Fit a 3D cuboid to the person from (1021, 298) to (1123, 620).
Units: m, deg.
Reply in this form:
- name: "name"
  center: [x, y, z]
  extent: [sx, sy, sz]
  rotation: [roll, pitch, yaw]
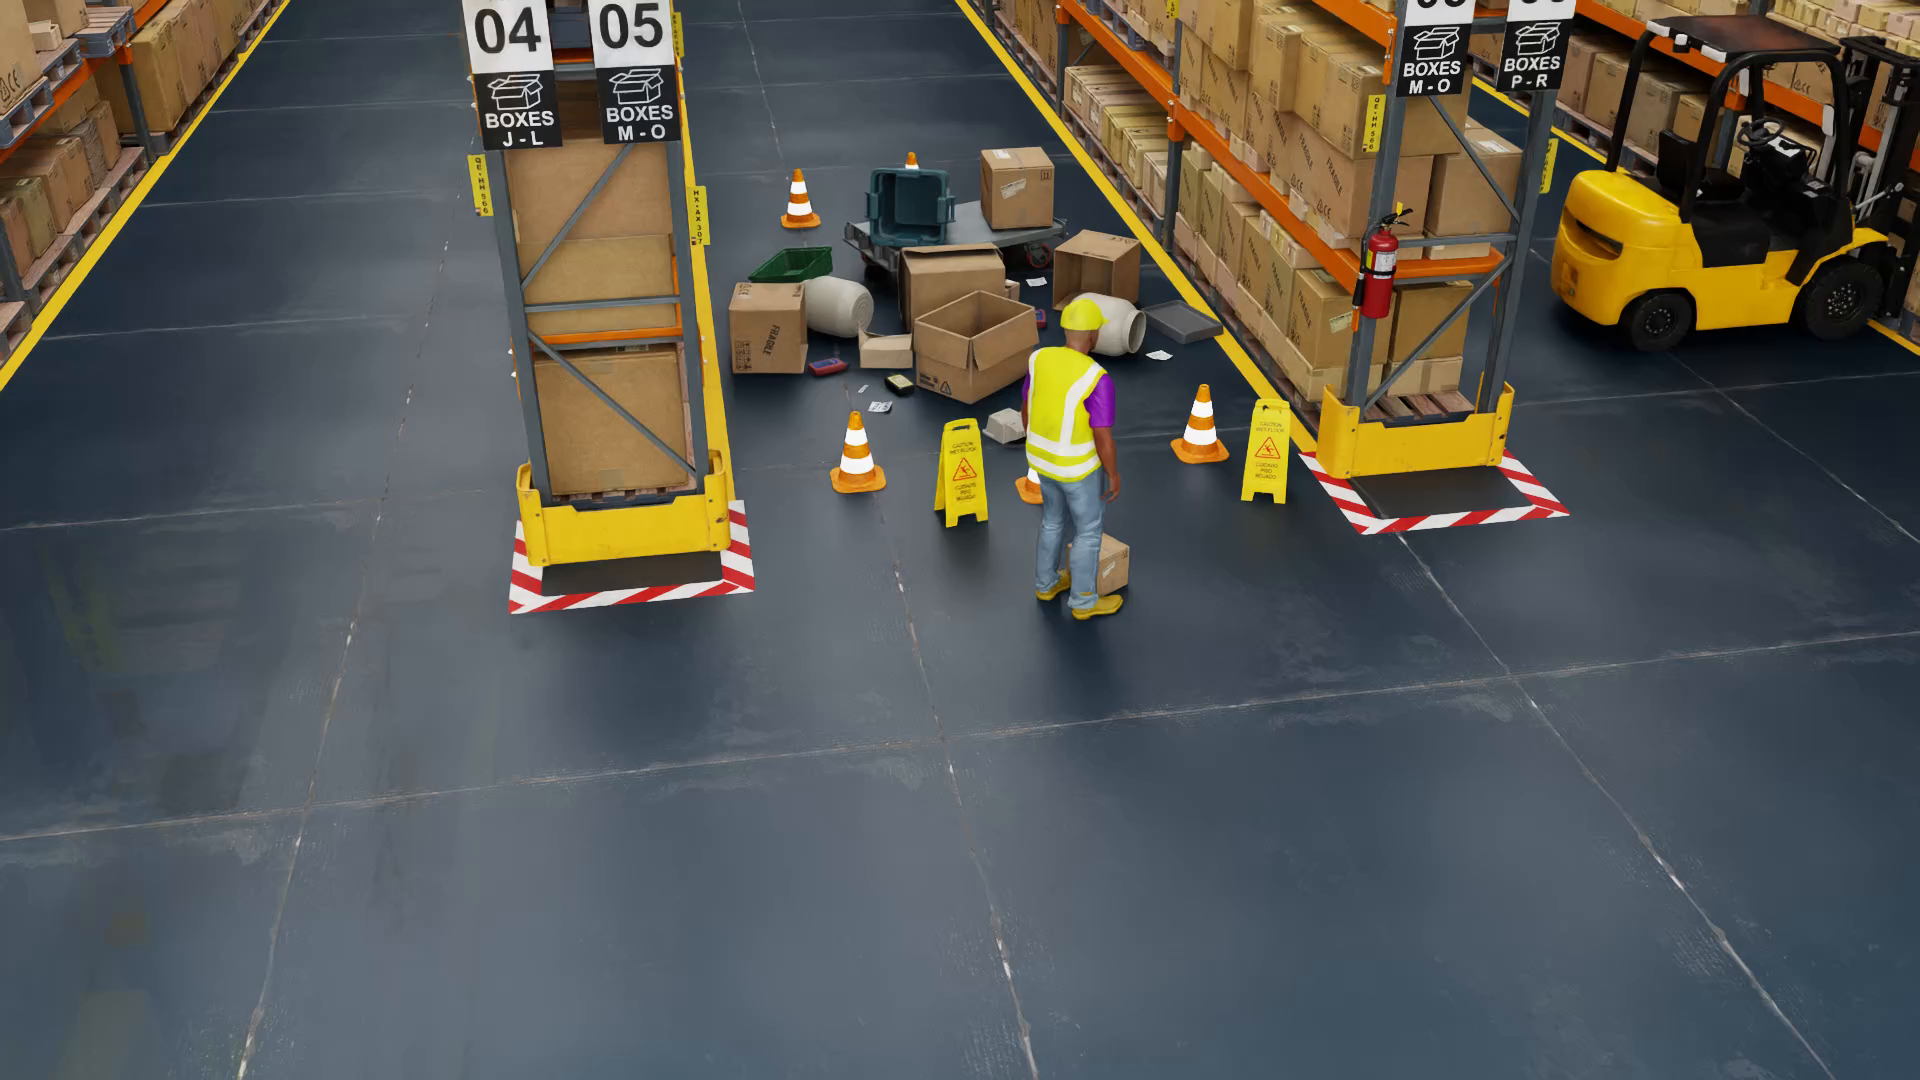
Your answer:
- name: "person"
  center: [0.598, -0.433, 8.856]
  extent: [0.461, 1.759, 0.631]
  rotation: [-26, 39, -37]
